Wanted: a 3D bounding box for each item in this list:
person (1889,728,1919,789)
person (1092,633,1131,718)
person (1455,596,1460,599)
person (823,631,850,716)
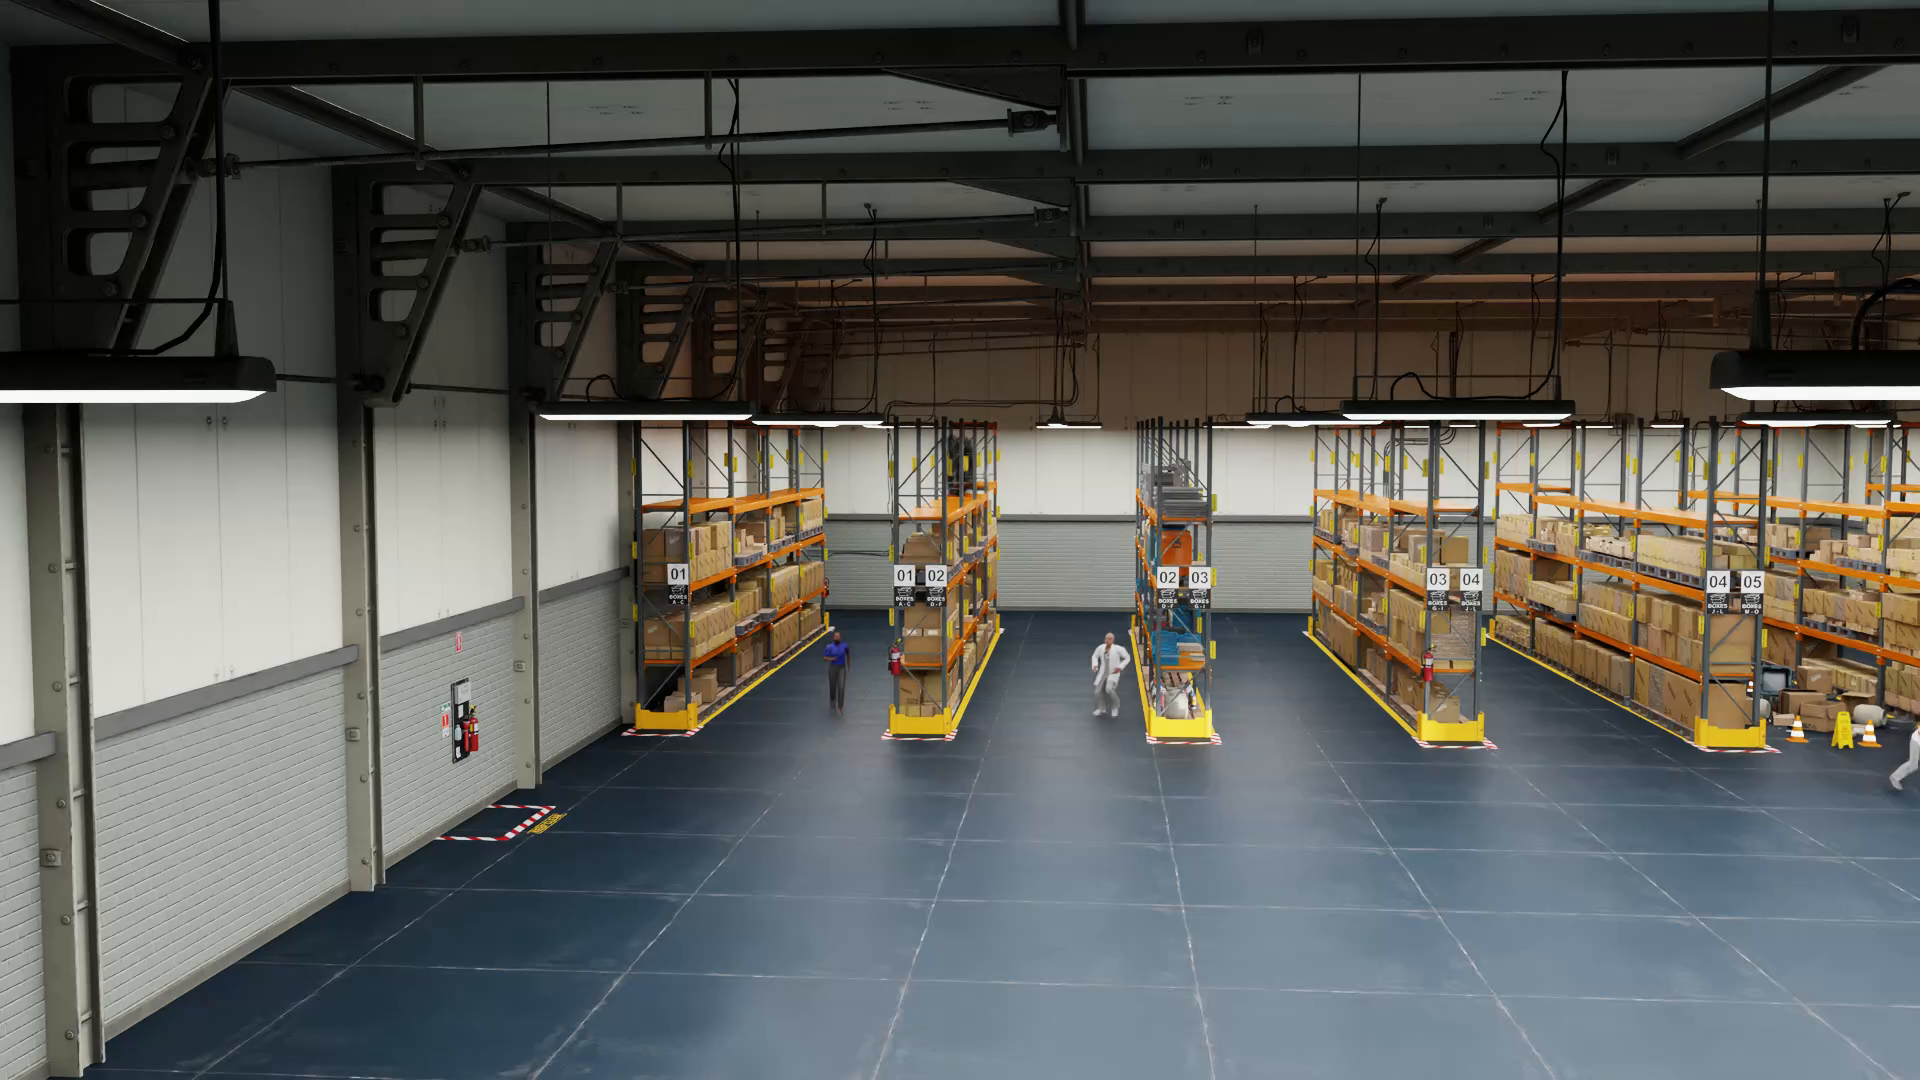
[{"bbox_3d":[15.124,3.259,26.087,0.623,1.627,1.034,-2,4,-30],"label":"person"},{"bbox_3d":[3.005,2.701,33.309,0.810,1.689,0.695,2,4,26],"label":"person"},{"bbox_3d":[13.440,1.985,44.549,0.665,1.685,0.605,0,4,2],"label":"person"},{"bbox_3d":[-2.498,2.716,33.760,0.566,1.562,0.929,-1,4,-9],"label":"person"}]
